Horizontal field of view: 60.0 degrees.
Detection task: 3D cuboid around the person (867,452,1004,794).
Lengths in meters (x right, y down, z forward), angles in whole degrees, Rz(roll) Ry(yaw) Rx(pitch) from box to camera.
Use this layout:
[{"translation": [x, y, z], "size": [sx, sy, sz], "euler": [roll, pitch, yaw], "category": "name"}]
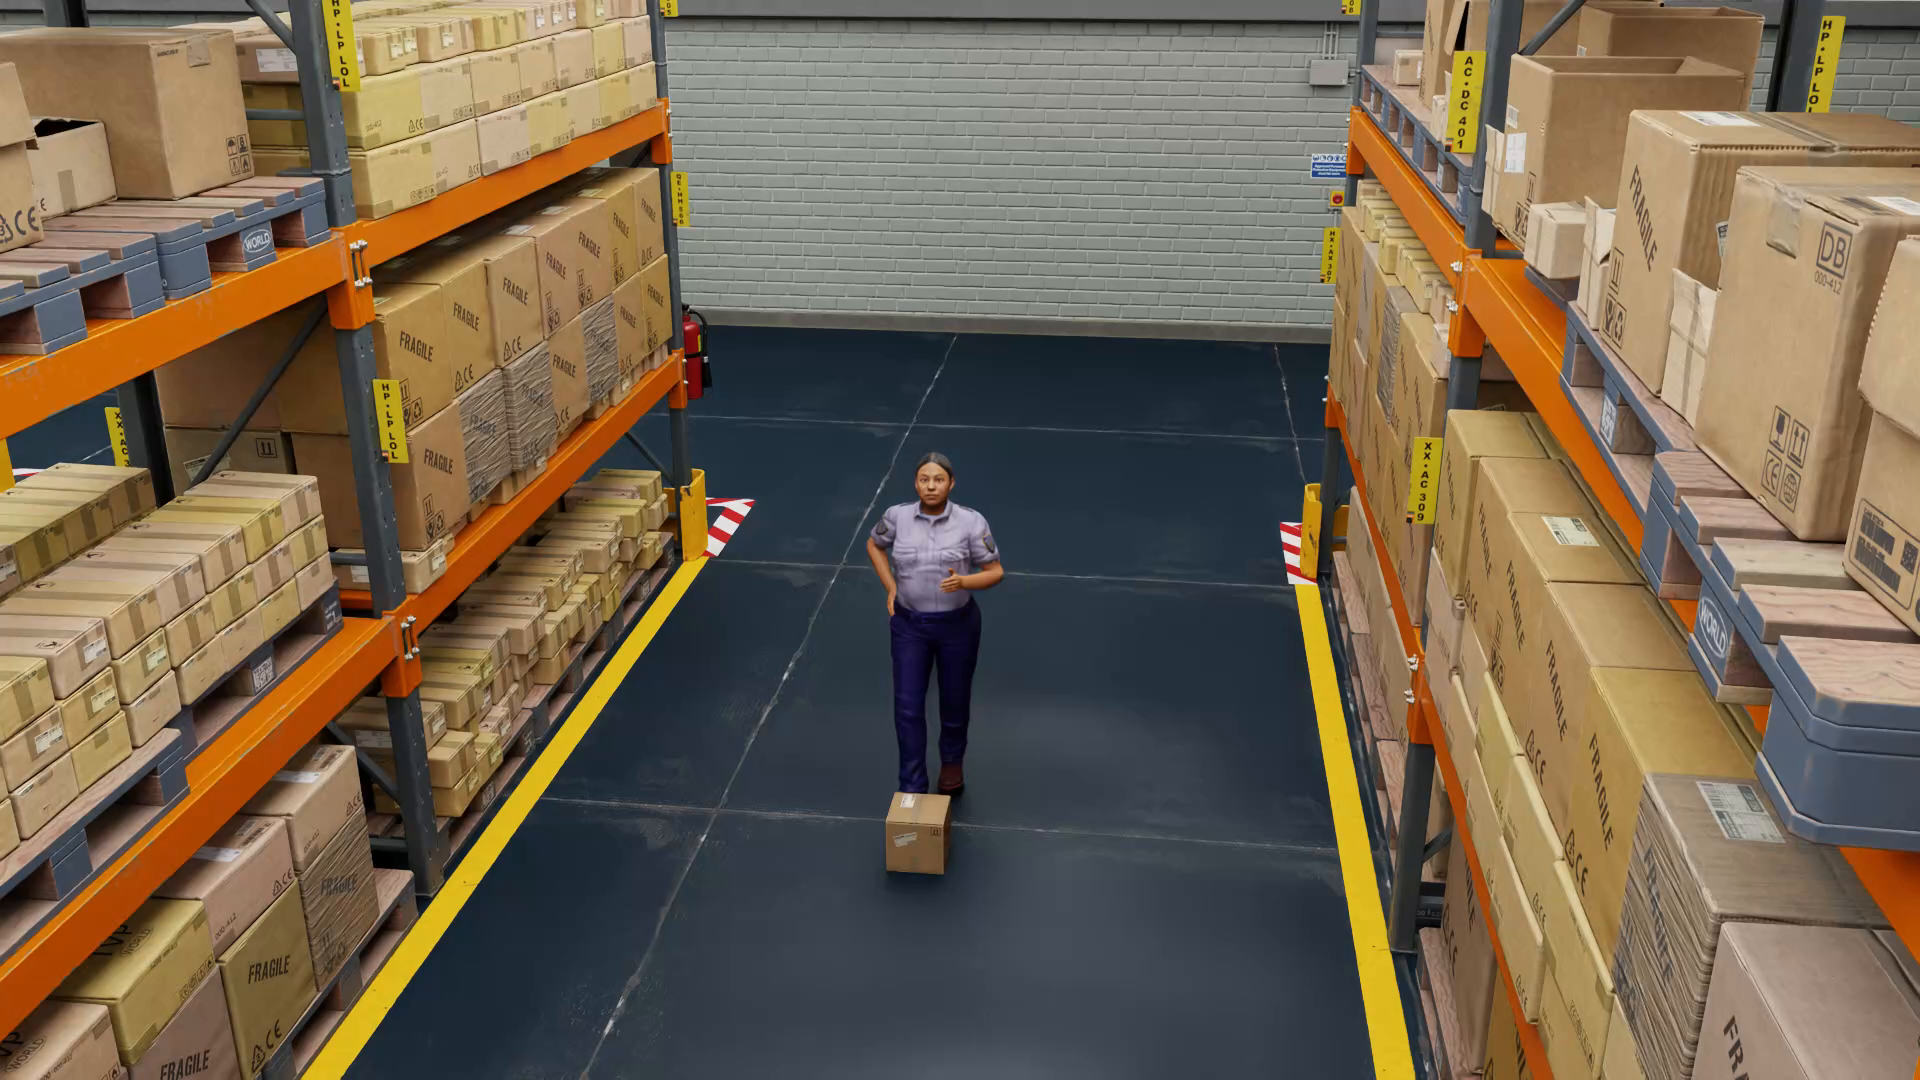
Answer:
[{"translation": [-0.128, 0.448, 7.408], "size": [0.636, 1.628, 0.729], "euler": [1, 21, 3], "category": "person"}]
